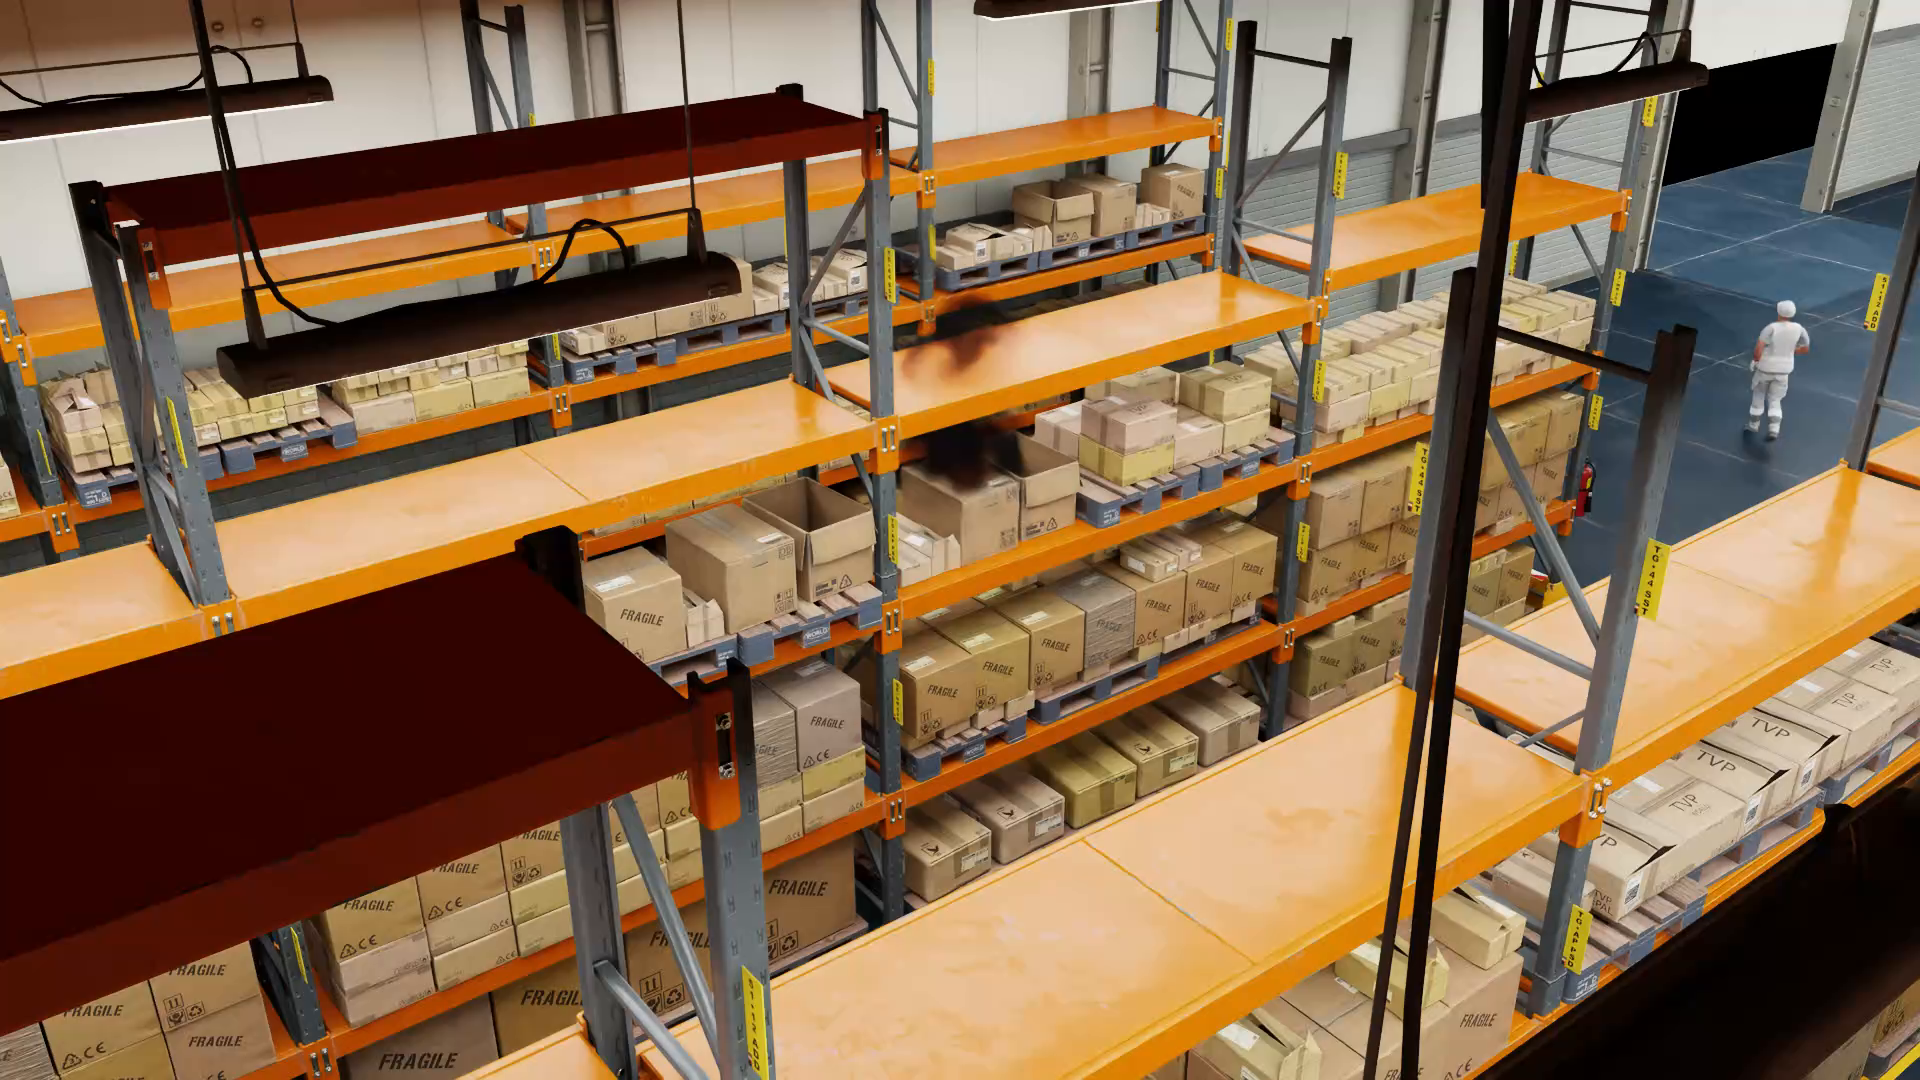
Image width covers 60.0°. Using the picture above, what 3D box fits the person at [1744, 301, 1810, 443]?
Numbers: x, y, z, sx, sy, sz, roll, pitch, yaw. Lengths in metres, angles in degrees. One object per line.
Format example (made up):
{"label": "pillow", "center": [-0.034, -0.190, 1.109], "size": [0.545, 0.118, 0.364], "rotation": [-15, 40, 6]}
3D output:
{"label": "person", "center": [9.924, -2.043, 20.248], "size": [0.653, 1.791, 0.923], "rotation": [6, 27, 12]}
